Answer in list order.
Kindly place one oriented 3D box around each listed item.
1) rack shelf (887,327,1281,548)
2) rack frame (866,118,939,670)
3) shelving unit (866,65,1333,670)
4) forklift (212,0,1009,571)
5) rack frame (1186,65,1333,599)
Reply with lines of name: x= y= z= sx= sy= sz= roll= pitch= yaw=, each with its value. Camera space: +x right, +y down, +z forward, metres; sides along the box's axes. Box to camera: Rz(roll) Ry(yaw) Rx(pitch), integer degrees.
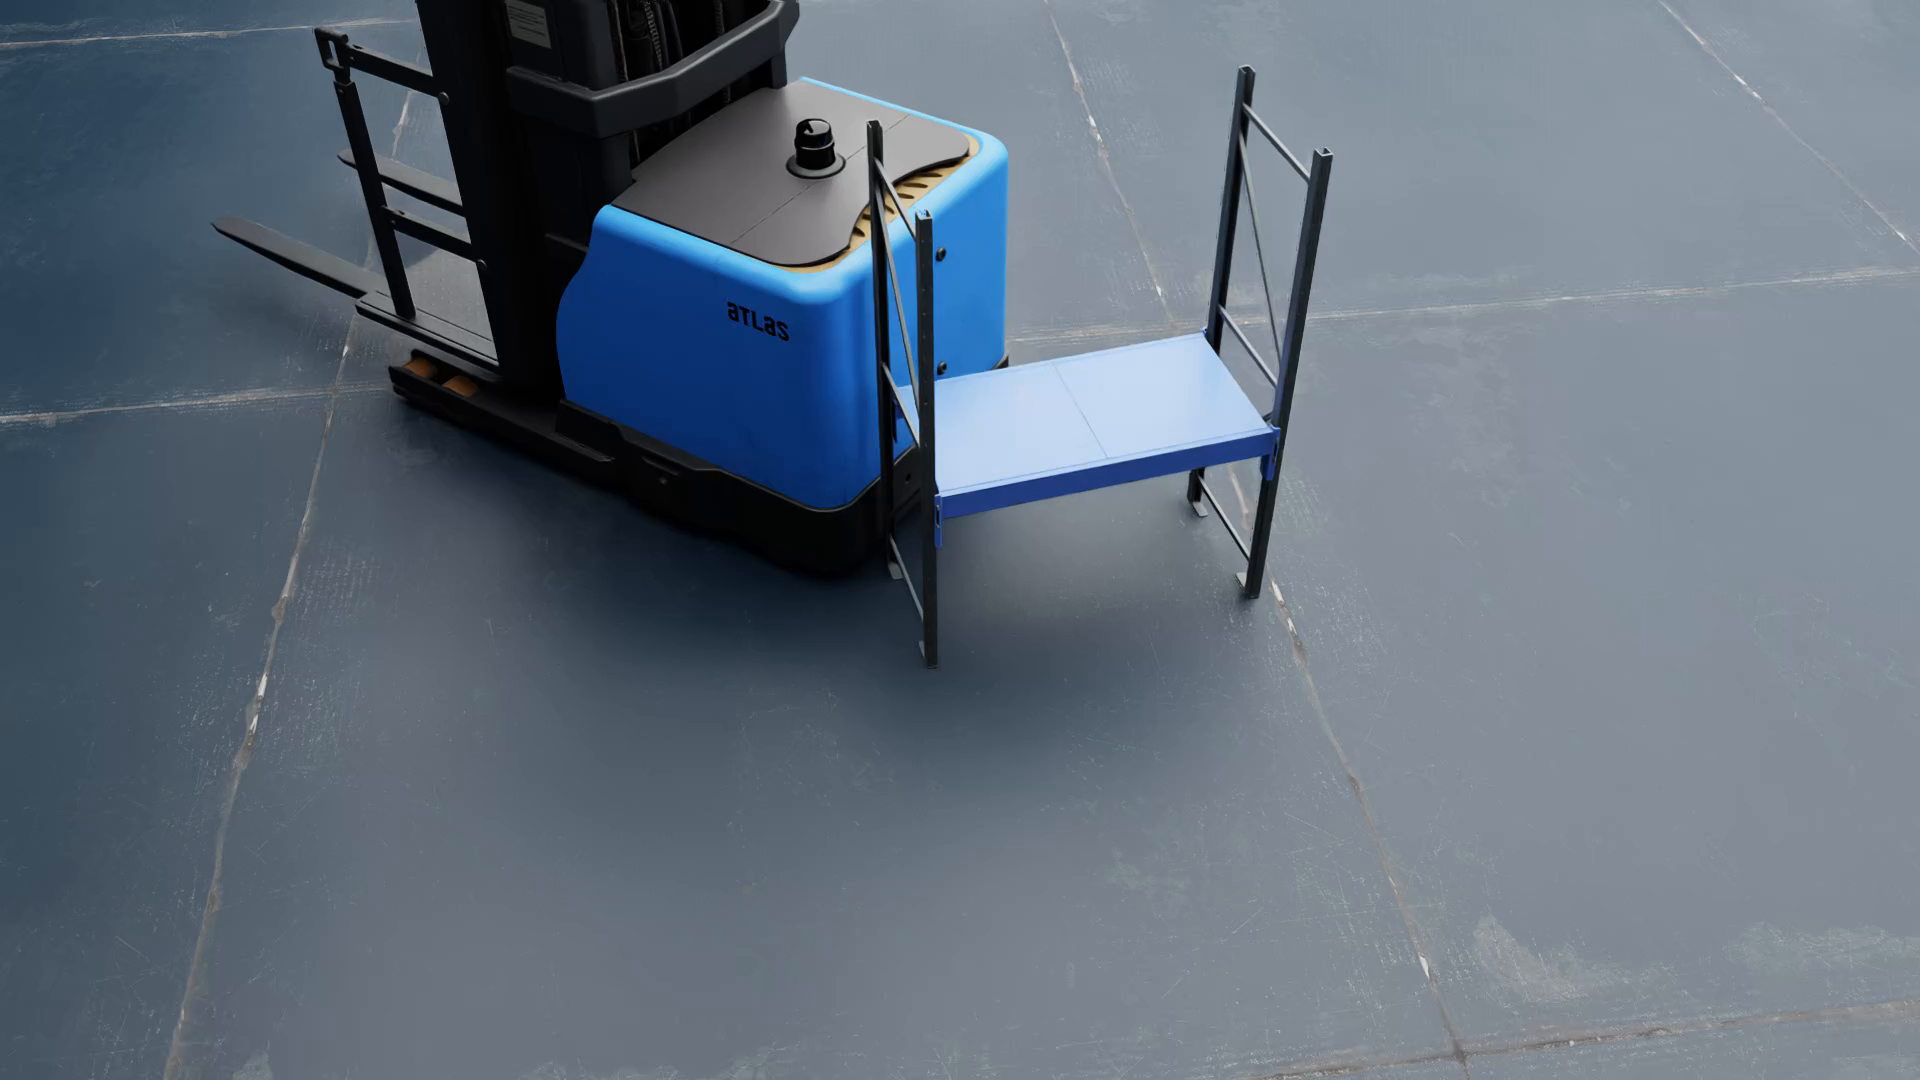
rack shelf: x=0.337 y=-0.308 z=4.740 sx=1.000 sy=0.185 sz=0.538 roll=-11 pitch=43 yaw=-12
rack frame: x=-0.150 y=-0.343 z=4.510 sx=0.032 sy=1.500 sz=0.500 roll=-11 pitch=43 yaw=-12
shelving unit: x=0.337 y=-0.441 z=4.619 sx=1.048 sy=1.500 sz=0.538 roll=-11 pitch=43 yaw=-12
forklift: x=-1.356 y=-1.755 z=5.007 sx=3.031 sy=2.935 sz=1.130 roll=23 pitch=47 yaw=24
rack frame: x=0.824 y=-0.540 z=4.729 sx=0.032 sy=1.500 sz=0.500 roll=-11 pitch=43 yaw=-12
